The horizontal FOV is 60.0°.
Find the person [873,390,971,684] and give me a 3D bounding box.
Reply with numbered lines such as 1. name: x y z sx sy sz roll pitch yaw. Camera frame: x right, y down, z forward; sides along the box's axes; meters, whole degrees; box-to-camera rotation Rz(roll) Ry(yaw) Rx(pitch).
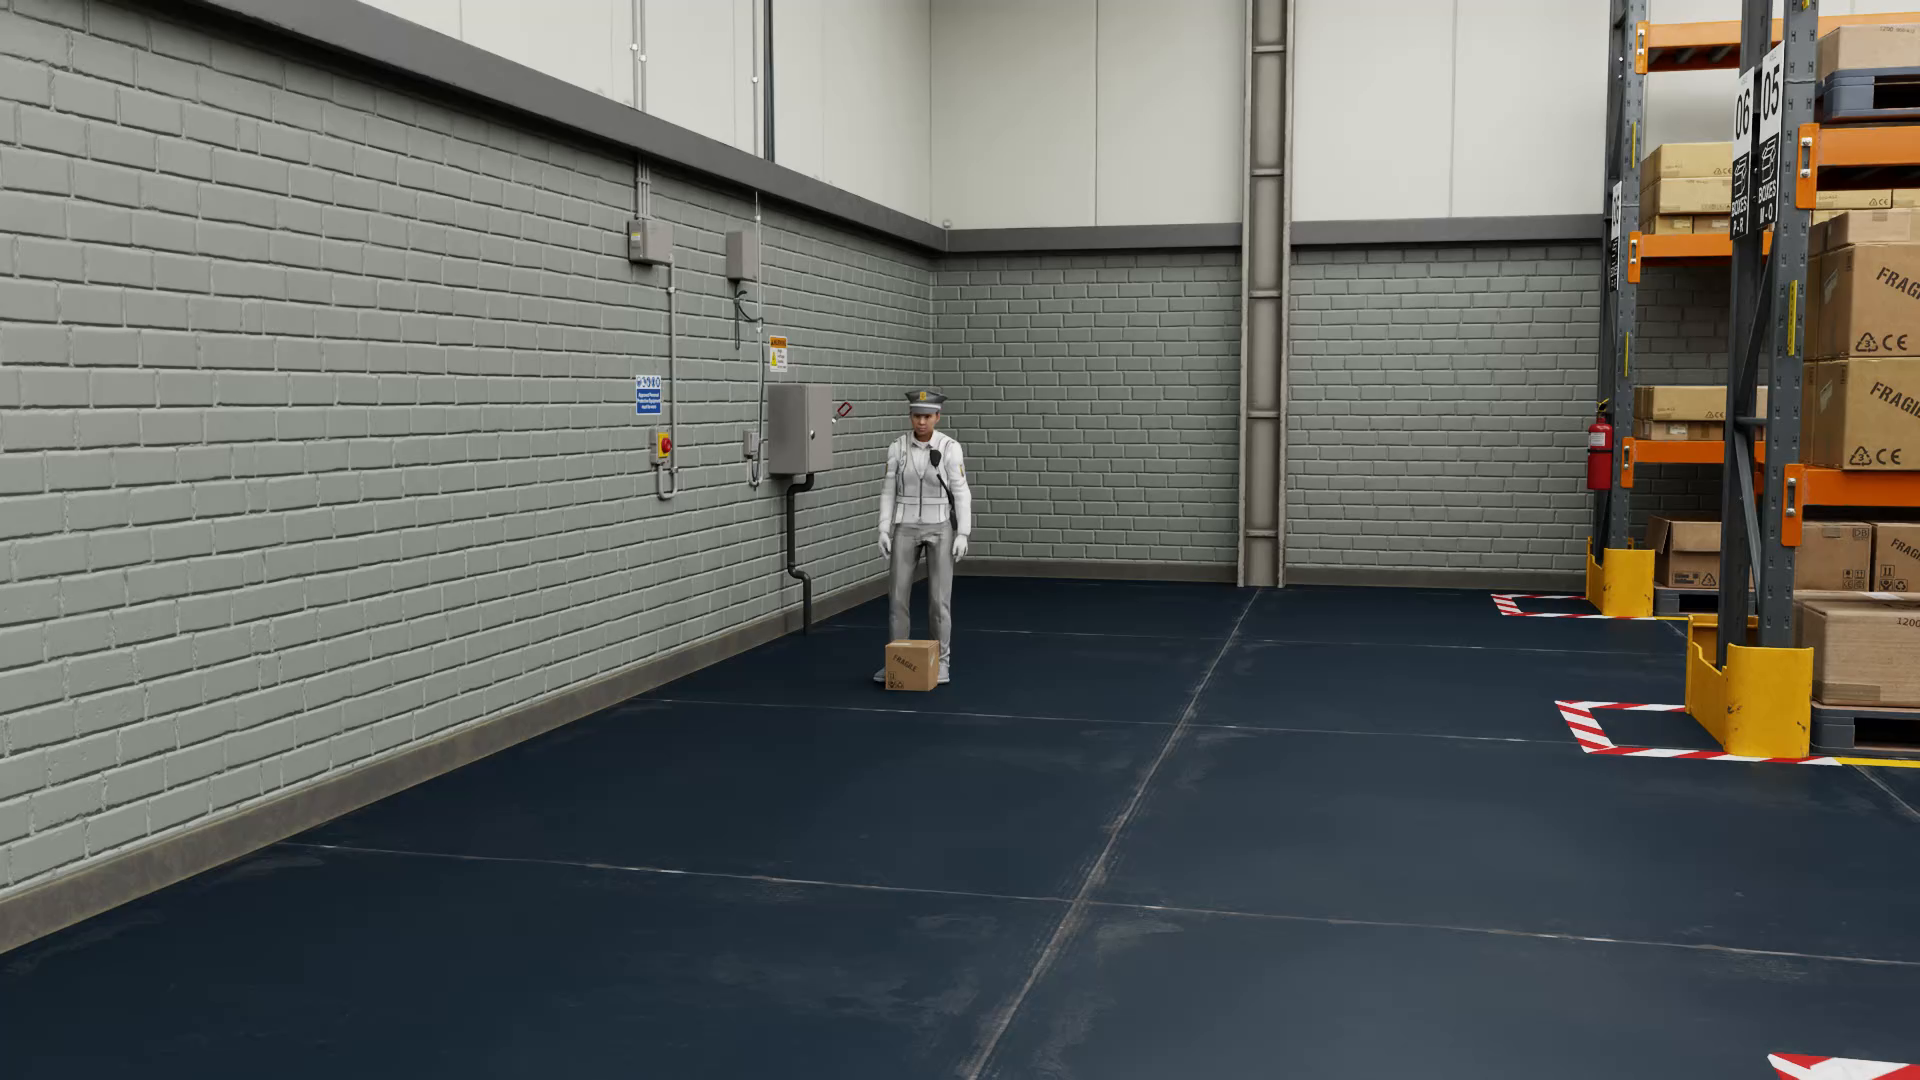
1. person: -0.209 -0.023 9.505 0.547 1.666 0.371 1 5 10
